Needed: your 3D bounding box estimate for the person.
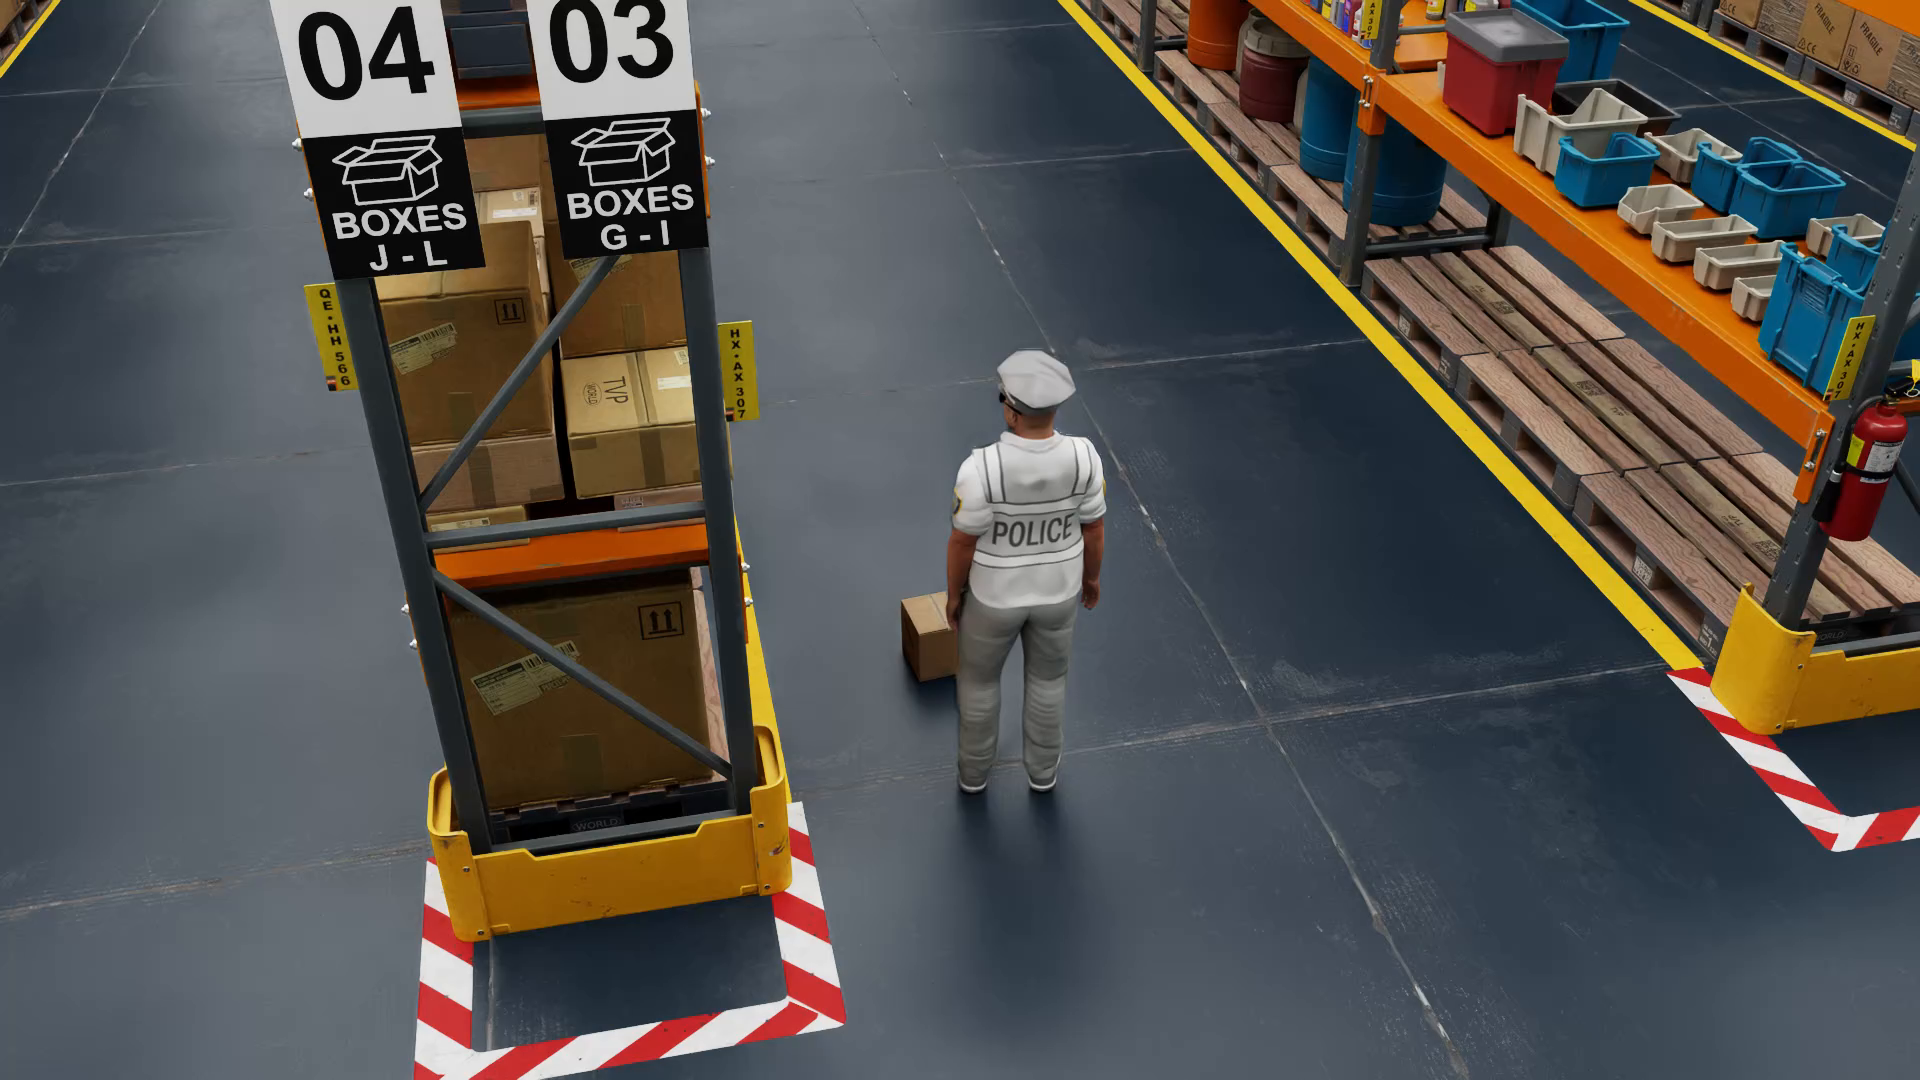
[{"bbox_3d":[0.227,0.147,5.872,0.583,1.775,0.411,-7,35,-11],"label":"person"}]
